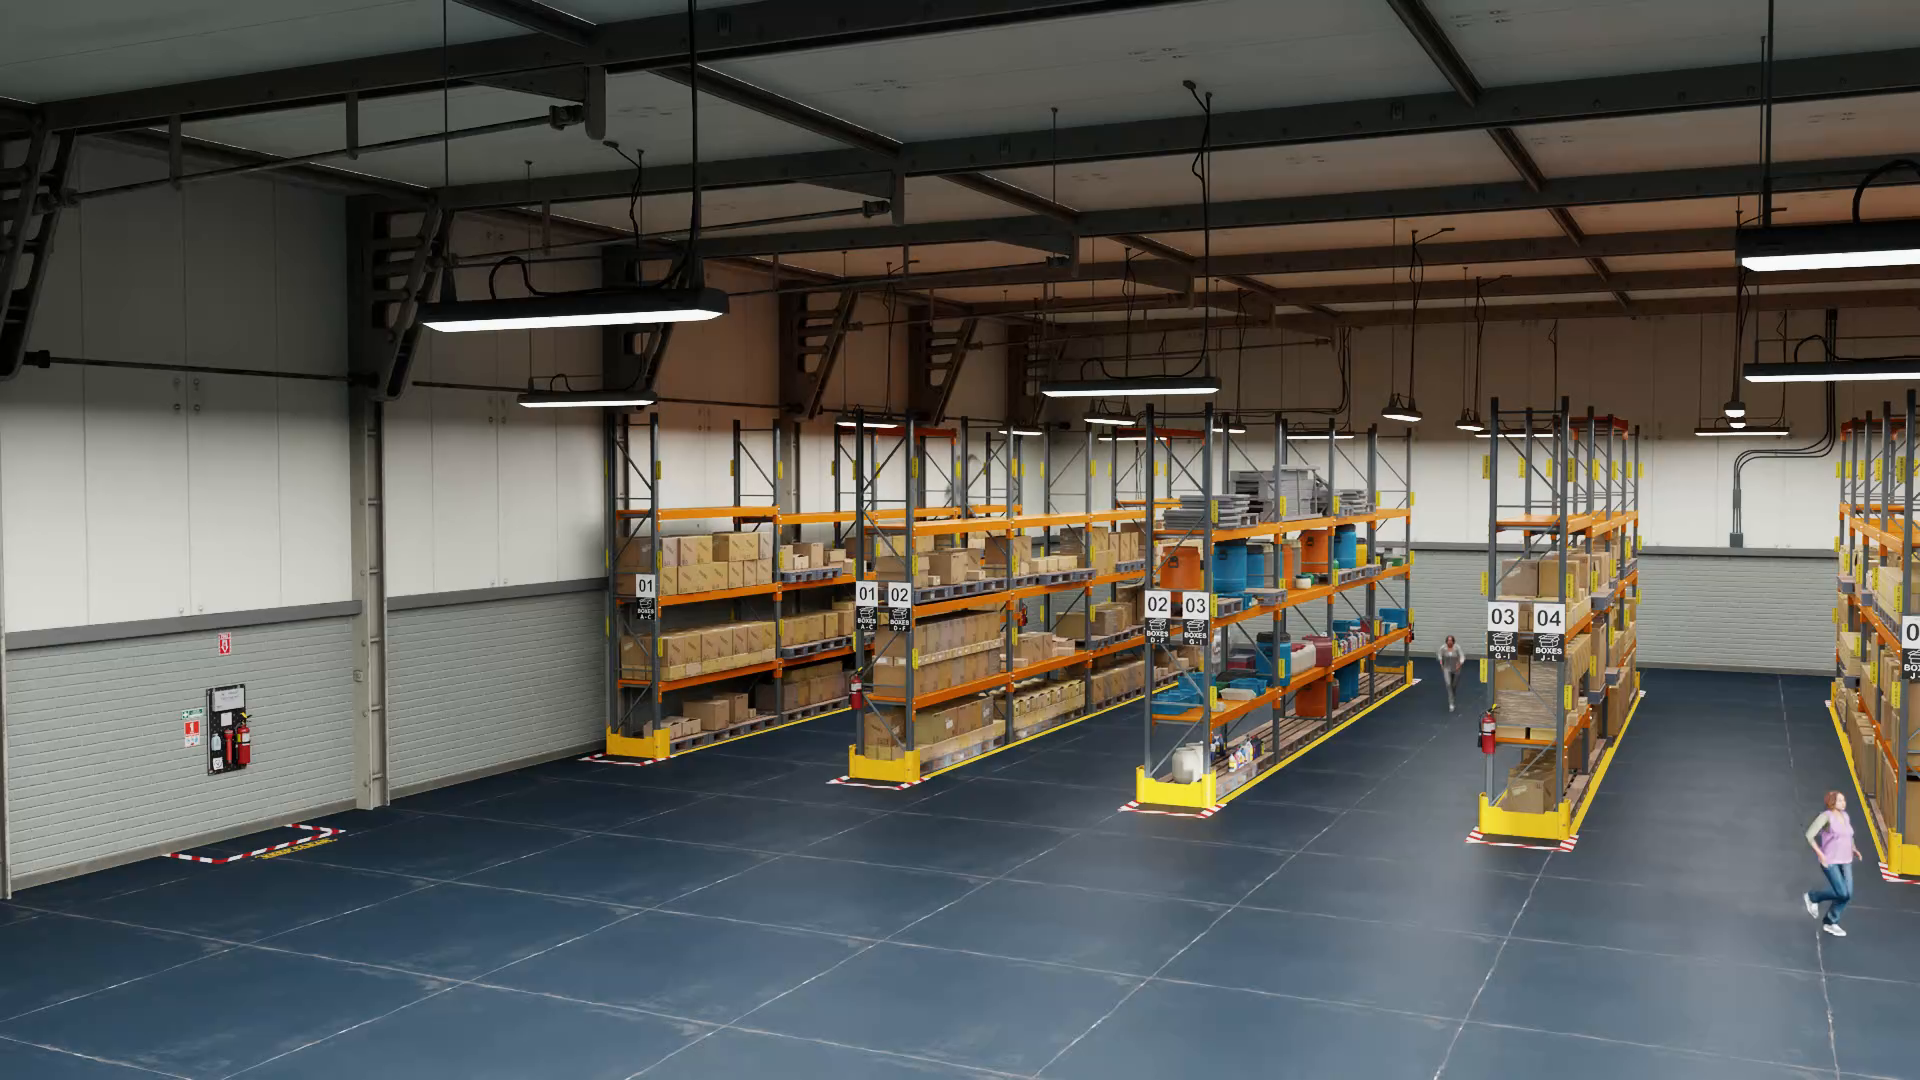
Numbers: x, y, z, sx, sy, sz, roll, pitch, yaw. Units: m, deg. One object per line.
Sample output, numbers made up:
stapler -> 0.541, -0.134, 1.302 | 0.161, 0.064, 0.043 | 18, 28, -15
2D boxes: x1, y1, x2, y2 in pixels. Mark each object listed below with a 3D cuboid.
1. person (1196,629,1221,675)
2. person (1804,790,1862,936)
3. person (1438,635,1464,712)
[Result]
person -> 5.408, 2.658, 35.879 | 0.676, 1.781, 0.943 | 1, 3, 19
person -> 9.431, 3.474, 17.957 | 0.548, 1.556, 0.549 | -1, 3, -19
person -> 10.302, 2.764, 34.900 | 0.536, 1.586, 0.944 | 1, 2, 15
